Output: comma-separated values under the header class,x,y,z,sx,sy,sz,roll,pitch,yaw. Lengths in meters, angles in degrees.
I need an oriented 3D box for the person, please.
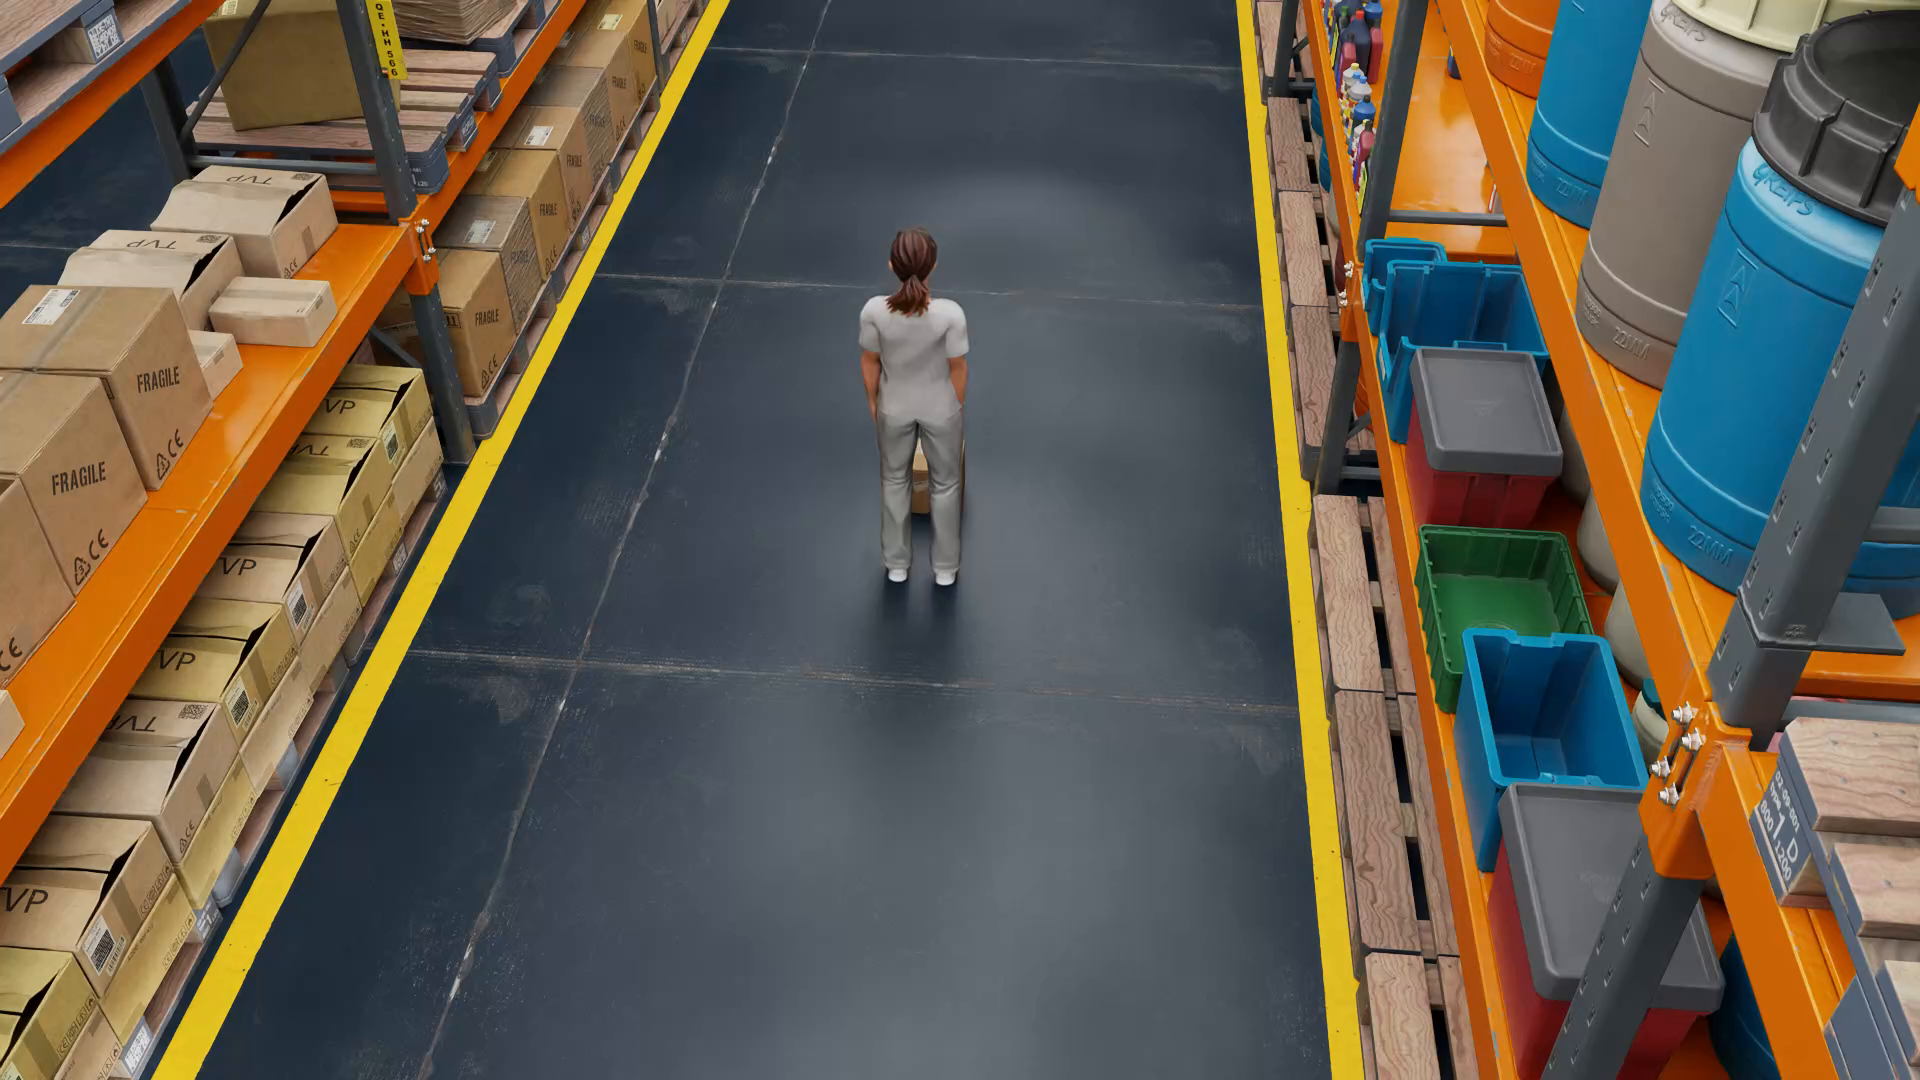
class,x,y,z,sx,sy,sz,roll,pitch,yaw
person,-0.181,-0.520,6.778,0.439,1.672,0.362,4,40,5
